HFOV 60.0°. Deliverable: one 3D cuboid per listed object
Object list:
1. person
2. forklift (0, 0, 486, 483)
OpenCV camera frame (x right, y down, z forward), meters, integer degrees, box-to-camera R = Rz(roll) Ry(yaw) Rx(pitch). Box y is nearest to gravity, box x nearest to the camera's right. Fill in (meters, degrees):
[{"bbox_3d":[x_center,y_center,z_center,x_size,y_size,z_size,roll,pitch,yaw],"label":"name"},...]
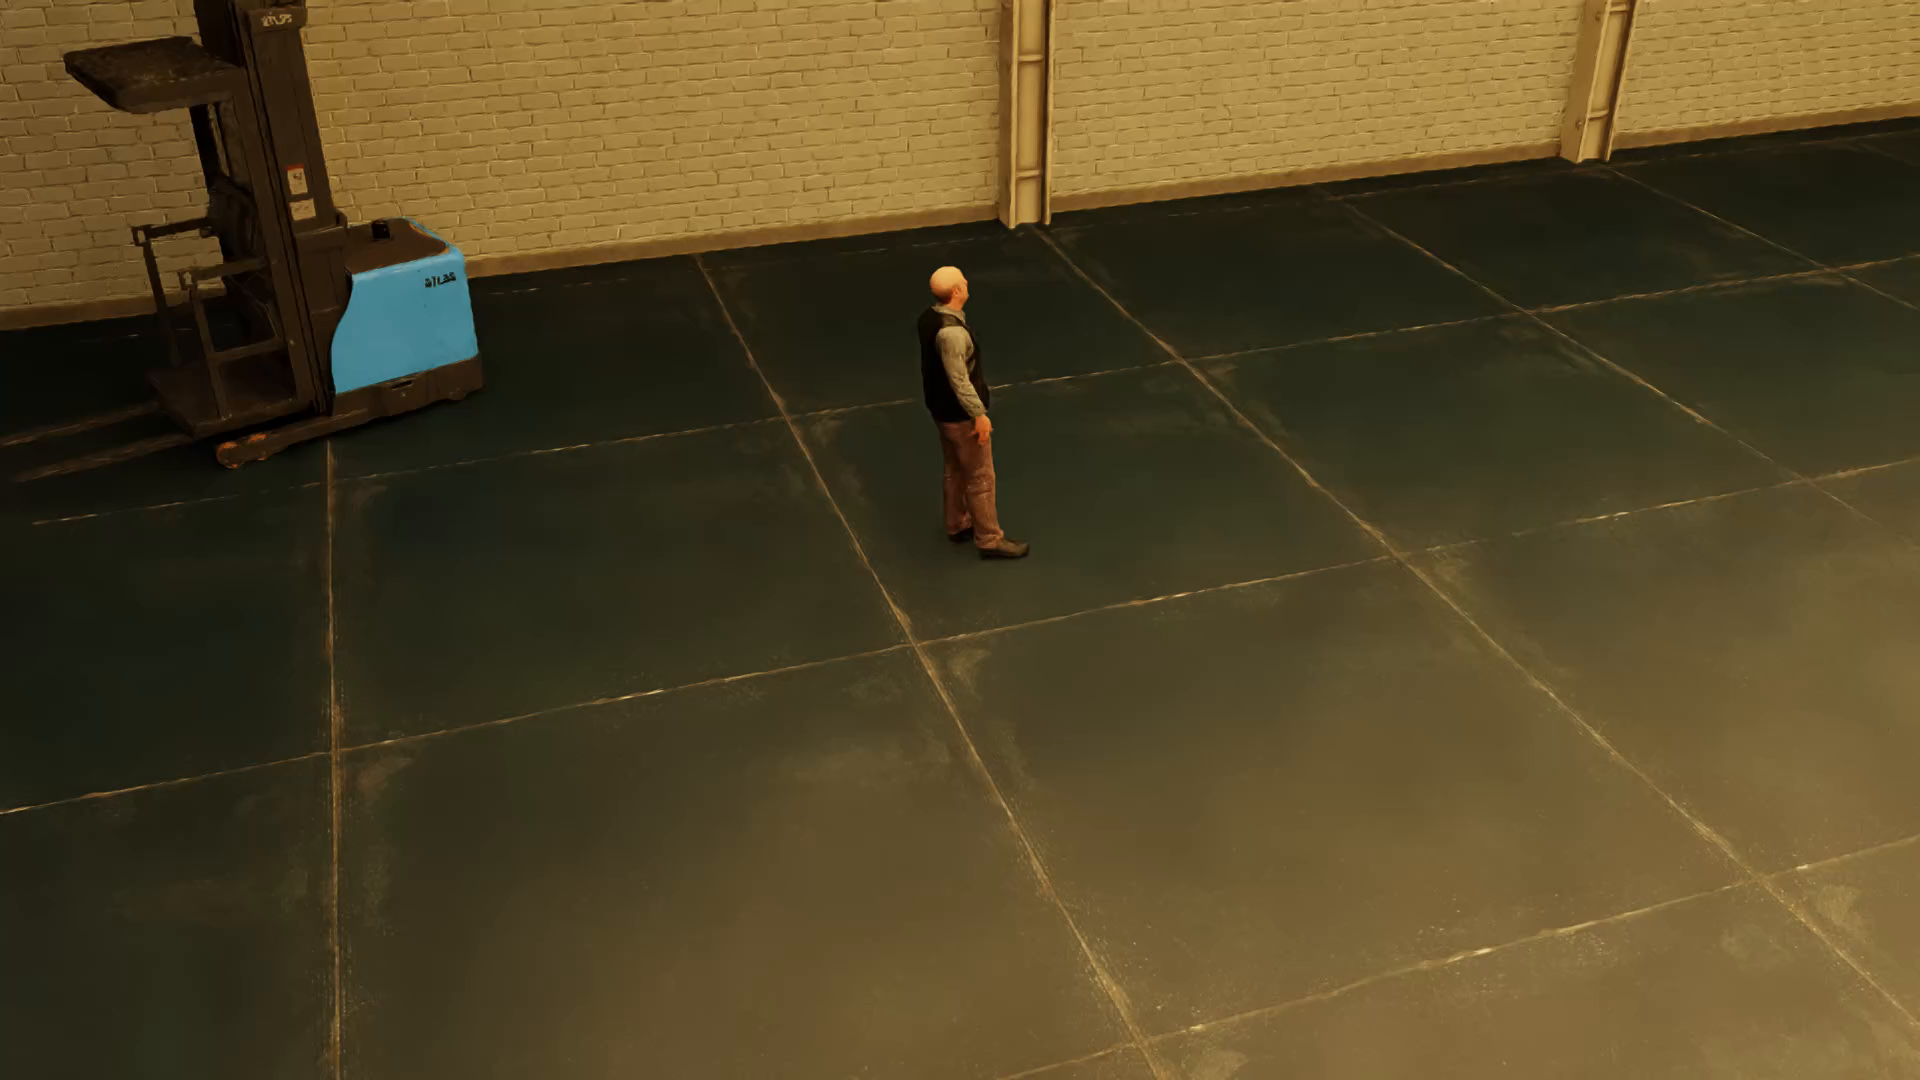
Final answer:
[{"bbox_3d":[0.062,-0.758,9.604,0.567,1.720,0.632,-10,31,-16],"label":"person"},{"bbox_3d":[-4.835,-2.034,10.622,3.031,2.935,1.130,-22,36,-33],"label":"forklift"}]
